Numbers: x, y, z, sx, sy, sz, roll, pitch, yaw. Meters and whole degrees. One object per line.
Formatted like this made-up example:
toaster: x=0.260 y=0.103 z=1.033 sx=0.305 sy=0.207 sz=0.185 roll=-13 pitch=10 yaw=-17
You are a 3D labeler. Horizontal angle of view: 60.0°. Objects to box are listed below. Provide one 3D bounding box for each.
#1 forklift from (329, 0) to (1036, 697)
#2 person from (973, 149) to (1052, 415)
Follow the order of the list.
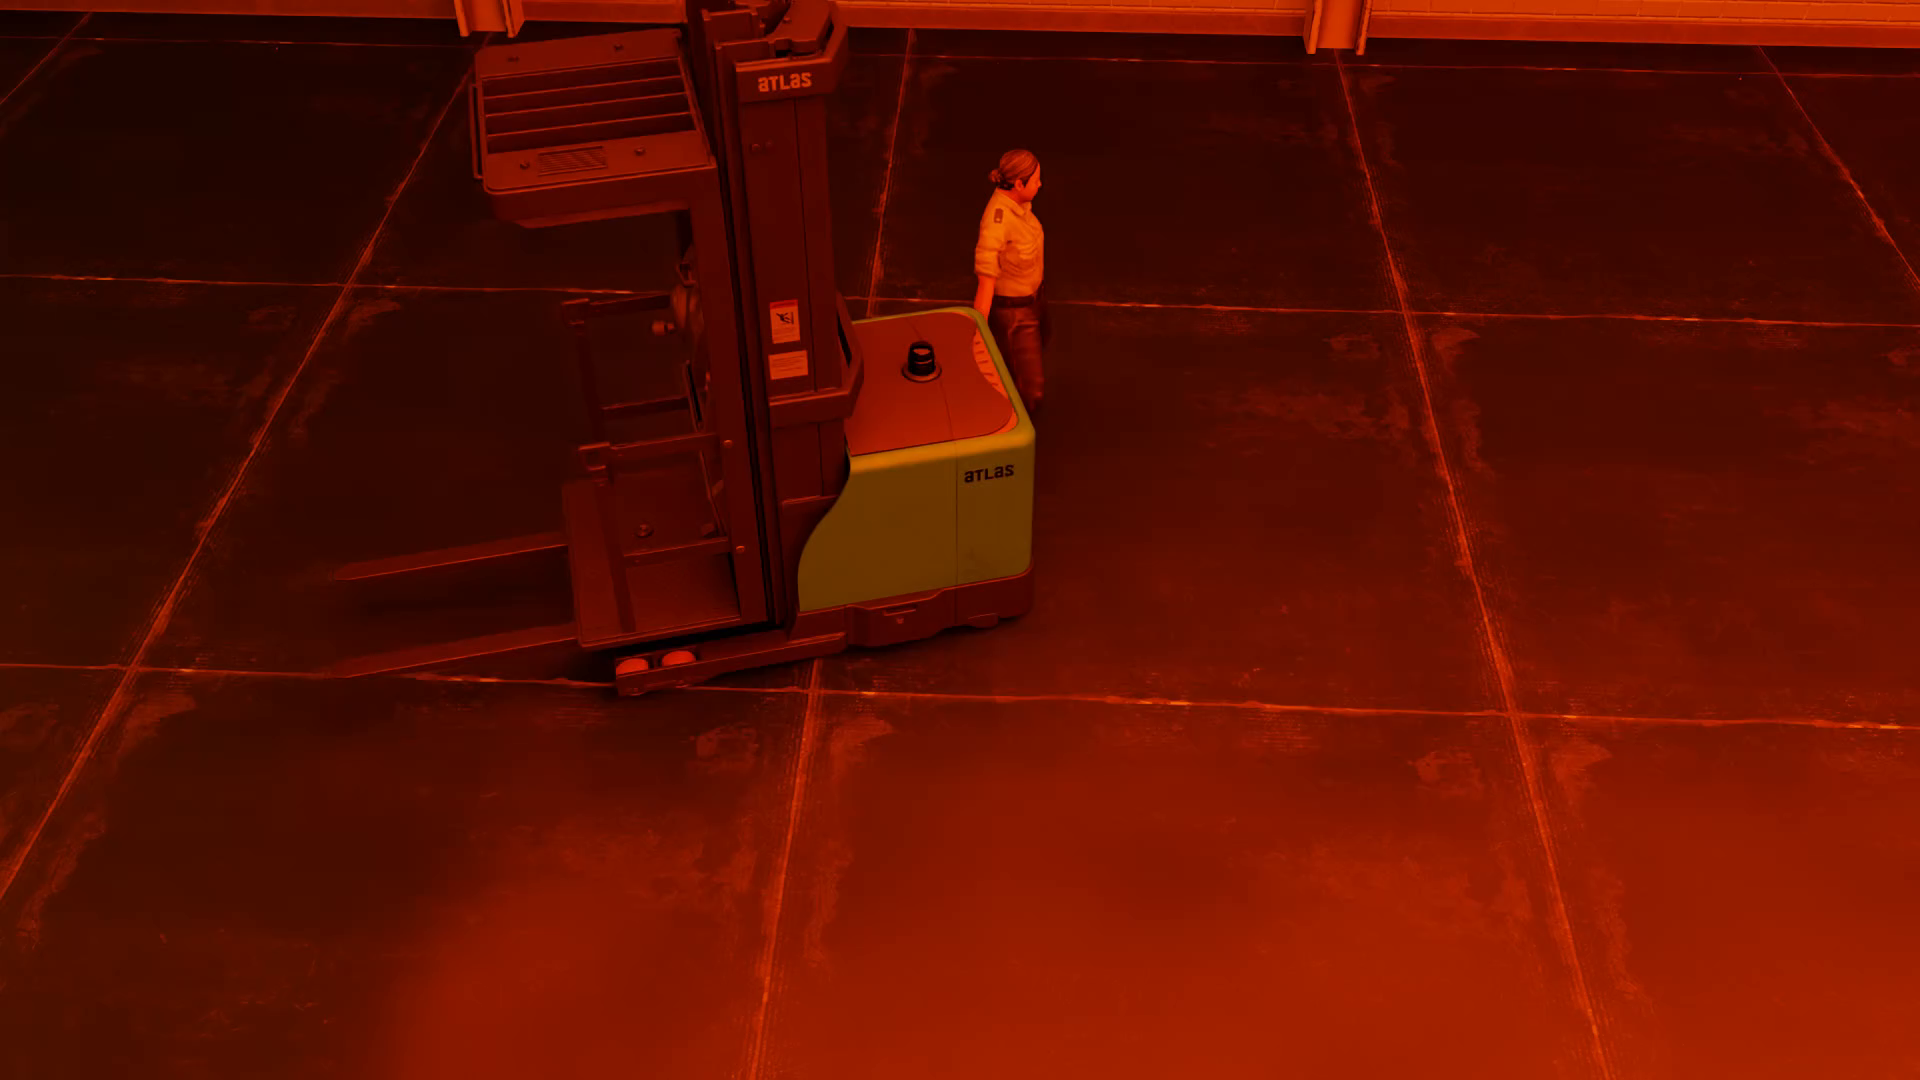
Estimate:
forklift: x=-1.247 y=-0.805 z=6.624 sx=3.031 sy=2.935 sz=1.130 roll=-9 pitch=43 yaw=-10
person: x=0.222 y=-1.120 z=7.993 sx=0.485 sy=1.573 sz=0.827 roll=10 pitch=43 yaw=10
